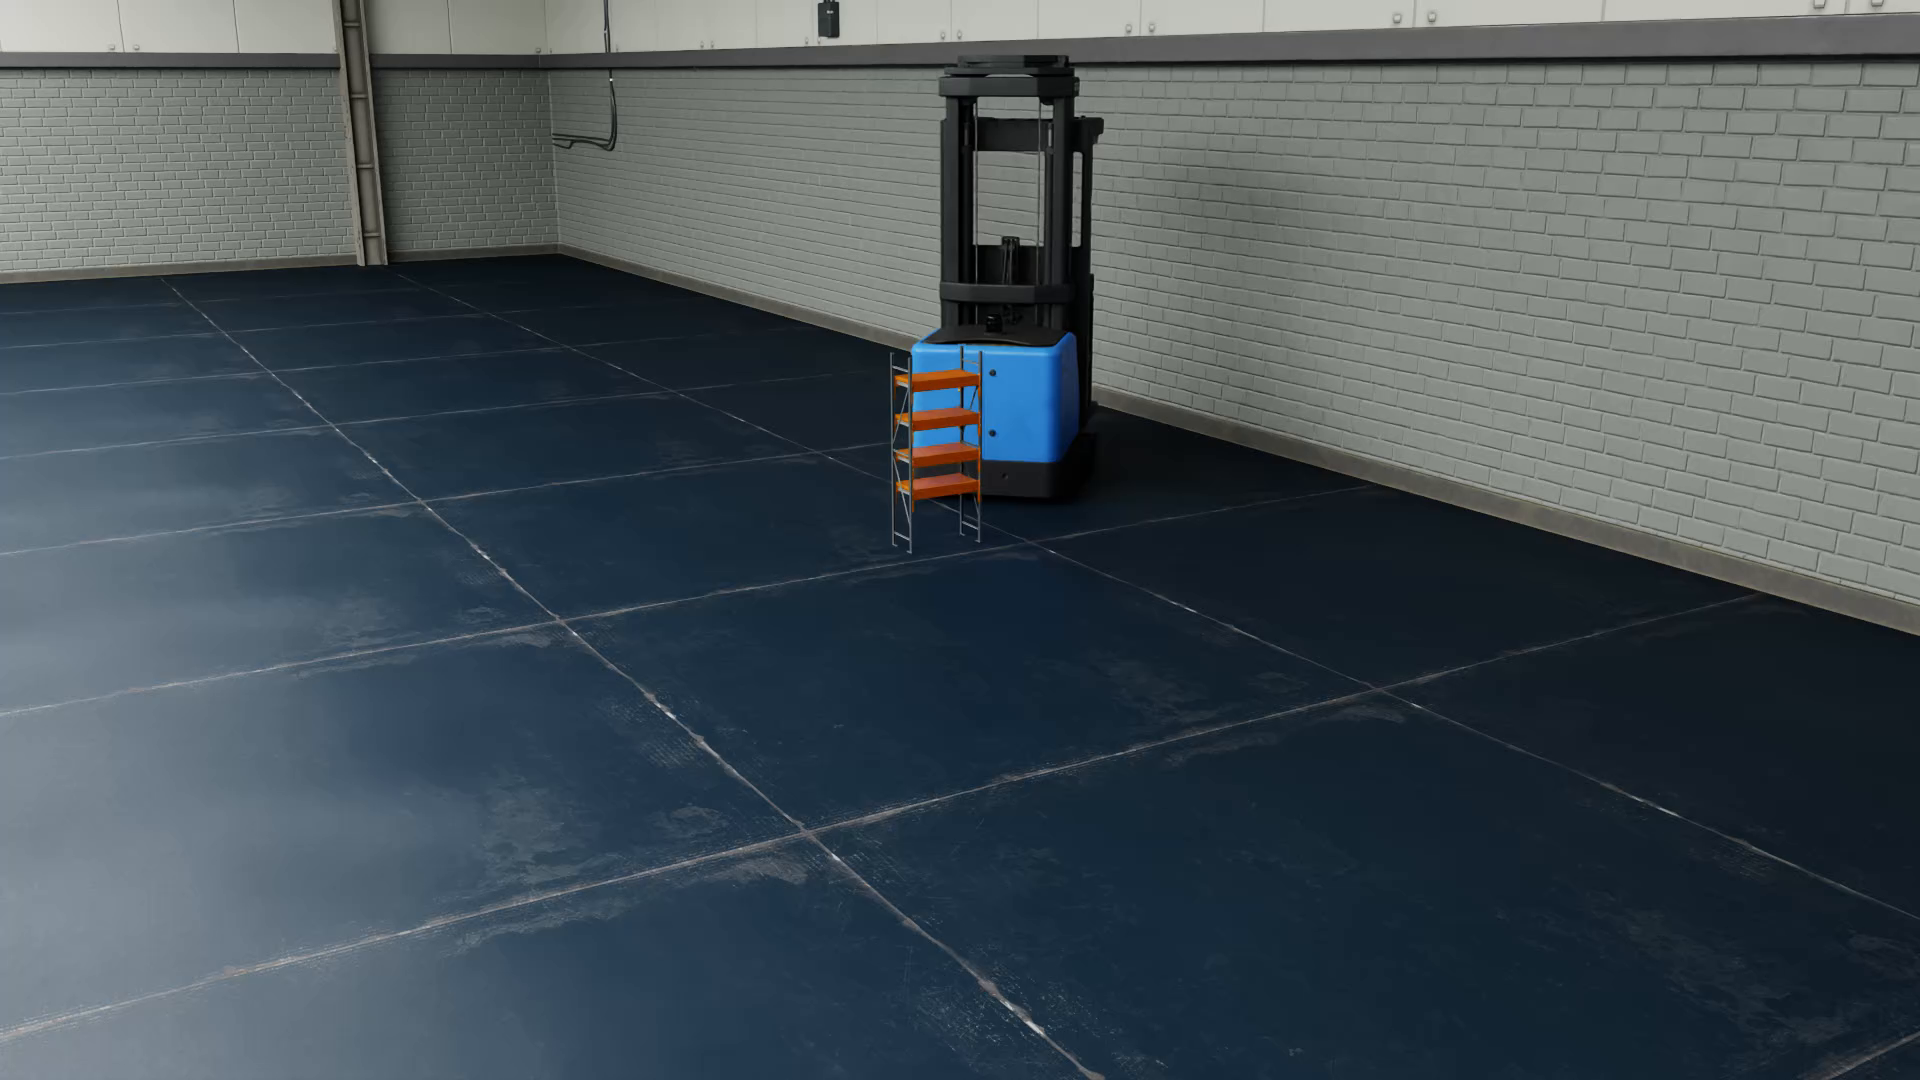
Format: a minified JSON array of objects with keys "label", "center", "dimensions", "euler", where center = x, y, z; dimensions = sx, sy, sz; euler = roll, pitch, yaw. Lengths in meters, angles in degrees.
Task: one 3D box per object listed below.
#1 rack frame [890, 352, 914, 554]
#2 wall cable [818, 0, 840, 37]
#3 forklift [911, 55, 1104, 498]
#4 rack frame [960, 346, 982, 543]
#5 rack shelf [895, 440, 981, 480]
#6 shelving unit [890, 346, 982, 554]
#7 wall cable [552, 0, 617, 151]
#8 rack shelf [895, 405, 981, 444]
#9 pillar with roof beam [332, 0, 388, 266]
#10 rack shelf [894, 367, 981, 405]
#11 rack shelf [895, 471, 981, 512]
[{"label":"rack frame","center":[-0.351,-0.521,10.045],"dimensions":[0.015,1.200,0.240],"euler":[-9,18,-30]},{"label":"wall cable","center":[-0.917,-8.100,16.332],"dimensions":[0.169,6.003,2.305],"euler":[-9,18,-30]},{"label":"forklift","center":[0.449,-2.047,12.282],"dimensions":[1.130,2.935,3.031],"euler":[3,16,11]},{"label":"rack frame","center":[0.067,-0.589,10.287],"dimensions":[0.015,1.200,0.240],"euler":[-9,18,-30]},{"label":"rack shelf","center":[-0.142,-0.490,10.184],"dimensions":[0.480,0.148,0.258],"euler":[-9,18,-30]},{"label":"shelving unit","center":[-0.142,-0.555,10.166],"dimensions":[0.503,1.200,0.258],"euler":[-9,18,-30]},{"label":"wall cable","center":[-5.793,-7.166,25.053],"dimensions":[0.112,2.526,3.097],"euler":[-9,18,-30]},{"label":"rack shelf","center":[-0.142,-0.705,10.124],"dimensions":[0.480,0.148,0.258],"euler":[-9,18,-30]},{"label":"pillar with roof beam","center":[-6.782,-7.561,20.711],"dimensions":[0.400,9.000,9.100],"euler":[-9,18,-30]},{"label":"rack shelf","center":[-0.142,-0.933,10.060],"dimensions":[0.480,0.148,0.258],"euler":[-9,18,-30]},{"label":"rack shelf","center":[-0.142,-0.299,10.238],"dimensions":[0.480,0.148,0.258],"euler":[-9,18,-30]}]
